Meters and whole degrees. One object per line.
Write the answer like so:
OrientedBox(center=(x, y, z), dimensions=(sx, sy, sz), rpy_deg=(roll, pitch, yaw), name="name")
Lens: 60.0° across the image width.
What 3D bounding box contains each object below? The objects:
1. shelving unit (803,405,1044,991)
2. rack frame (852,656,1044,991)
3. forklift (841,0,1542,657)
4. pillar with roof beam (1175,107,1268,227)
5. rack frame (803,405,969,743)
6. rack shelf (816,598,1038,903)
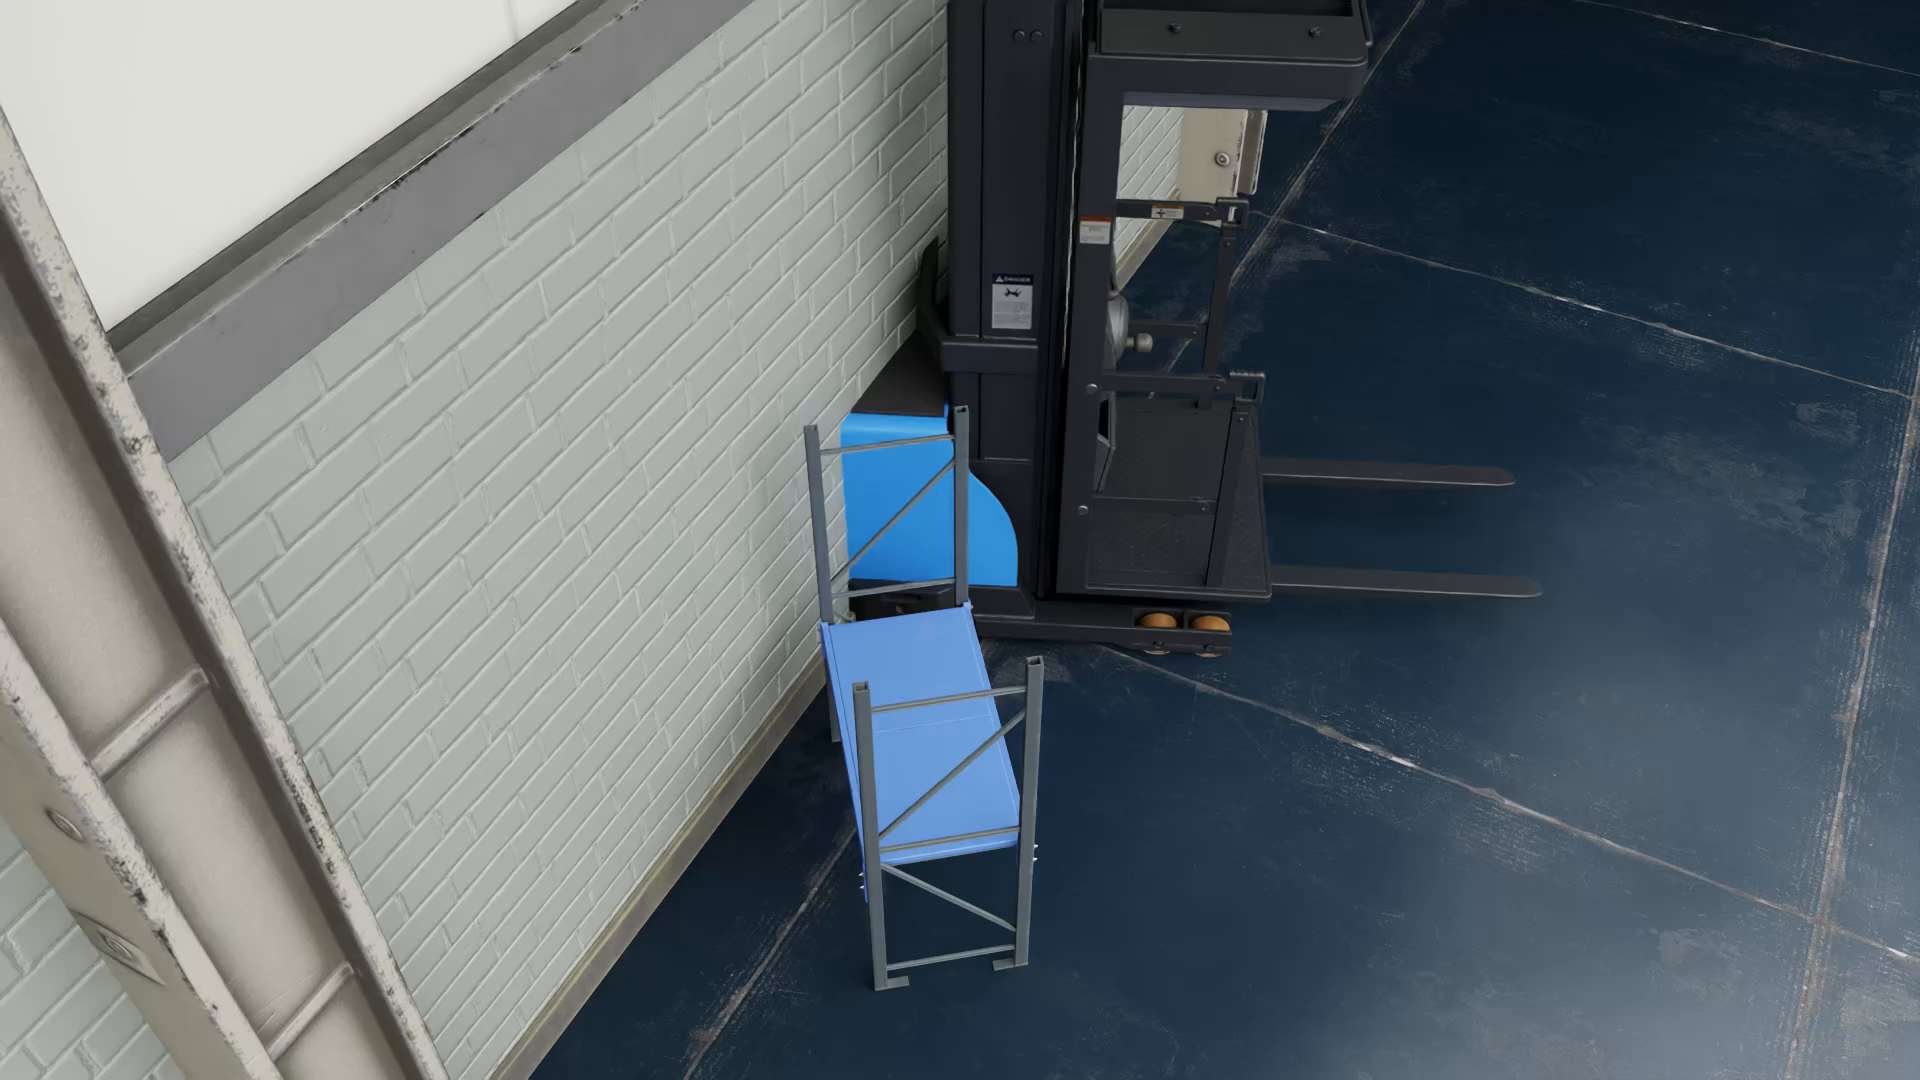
OrientedBox(center=(-0.125, 0.518, 5.184), dimensions=(0.538, 1.500, 1.048), rpy_deg=(-8, 46, -8), name="shelving unit")
OrientedBox(center=(-0.030, 0.873, 4.833), dimensions=(0.500, 1.500, 0.032), rpy_deg=(-8, 46, -8), name="rack frame")
OrientedBox(center=(0.697, -0.979, 5.657), dimensions=(3.031, 2.935, 1.130), rpy_deg=(3, 45, 3), name="forklift")
OrientedBox(center=(5.105, -3.463, 3.846), dimensions=(9.100, 9.000, 0.400), rpy_deg=(20, 49, 19), name="pillar with roof beam")
OrientedBox(center=(-0.221, 0.163, 5.535), dimensions=(0.500, 1.500, 0.032), rpy_deg=(-8, 46, -8), name="rack frame")
OrientedBox(center=(-0.125, 0.644, 5.312), dimensions=(0.538, 0.185, 1.000), rpy_deg=(-8, 46, -8), name="rack shelf")
